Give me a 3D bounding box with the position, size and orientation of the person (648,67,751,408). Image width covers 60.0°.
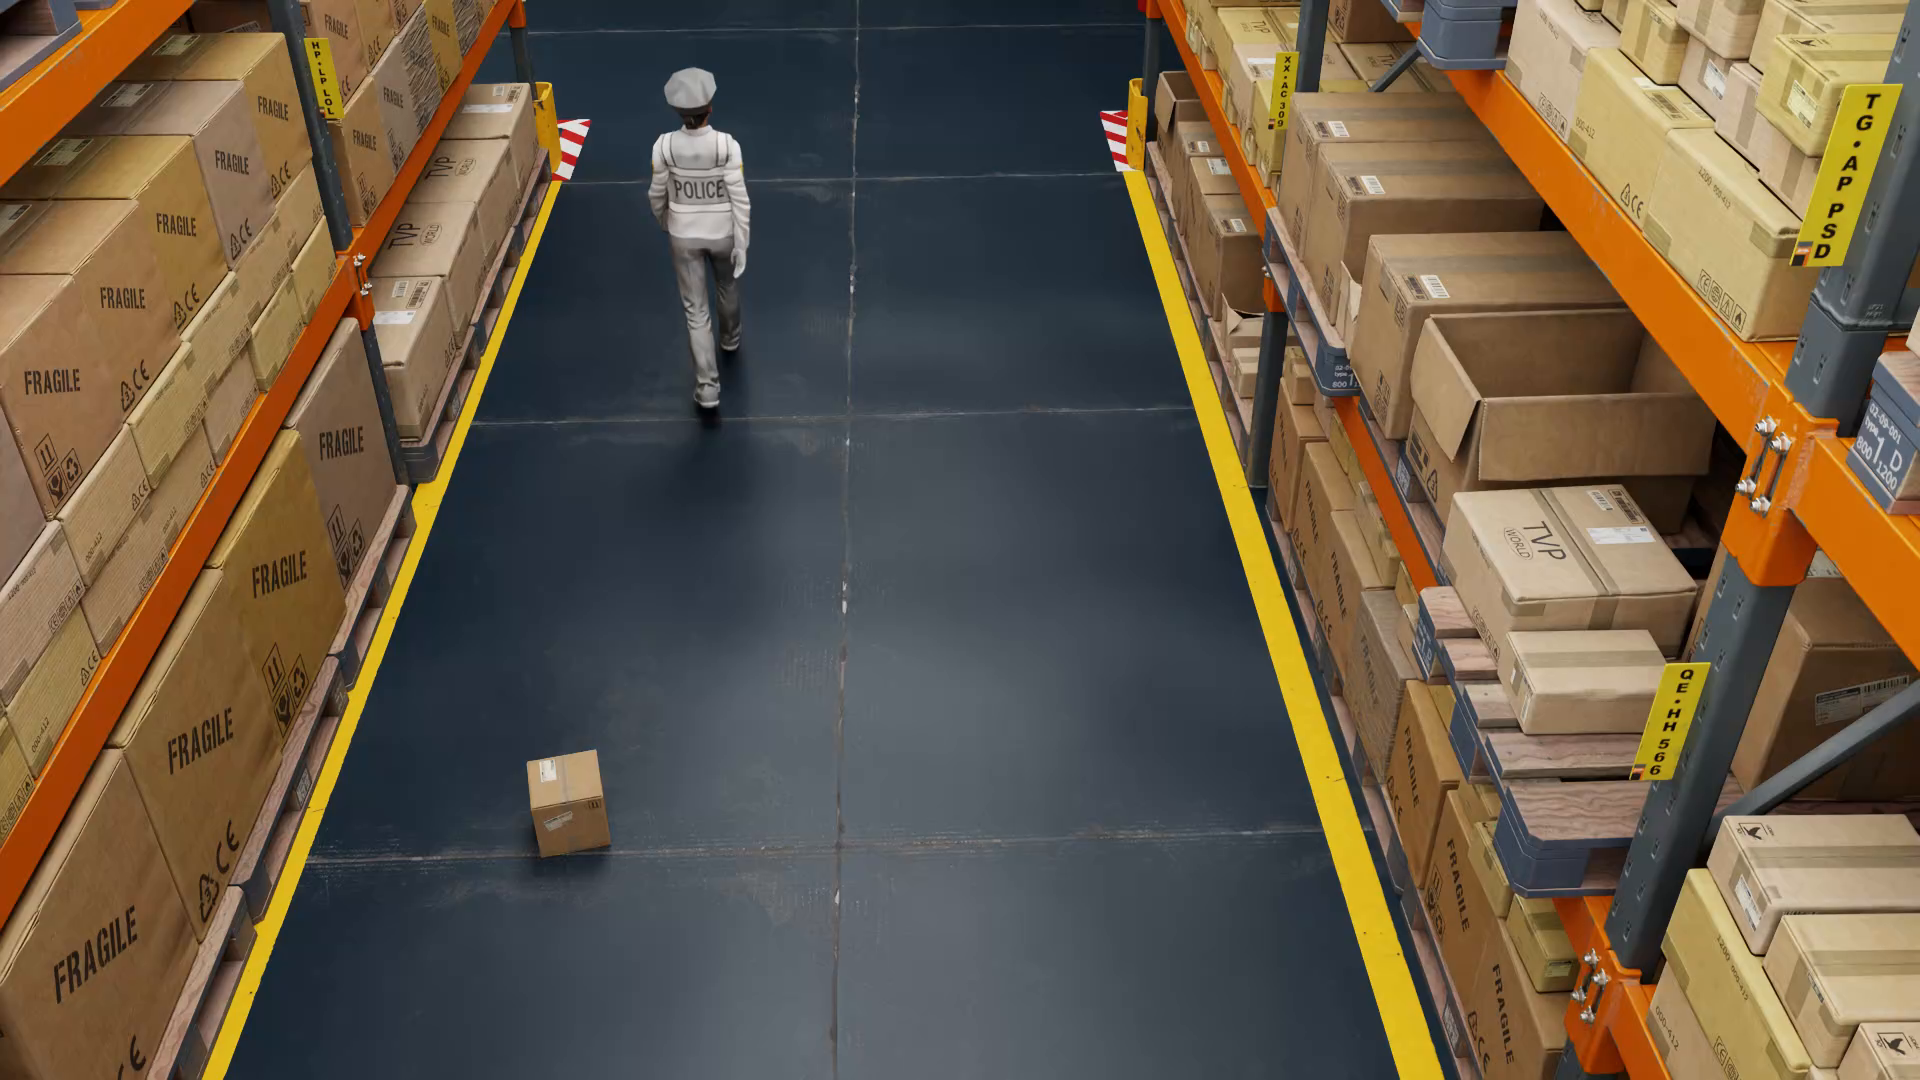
[{"bbox_3d":[-1.287,-1.547,8.289,0.488,1.638,1.013,-6,36,-9],"label":"person"}]
